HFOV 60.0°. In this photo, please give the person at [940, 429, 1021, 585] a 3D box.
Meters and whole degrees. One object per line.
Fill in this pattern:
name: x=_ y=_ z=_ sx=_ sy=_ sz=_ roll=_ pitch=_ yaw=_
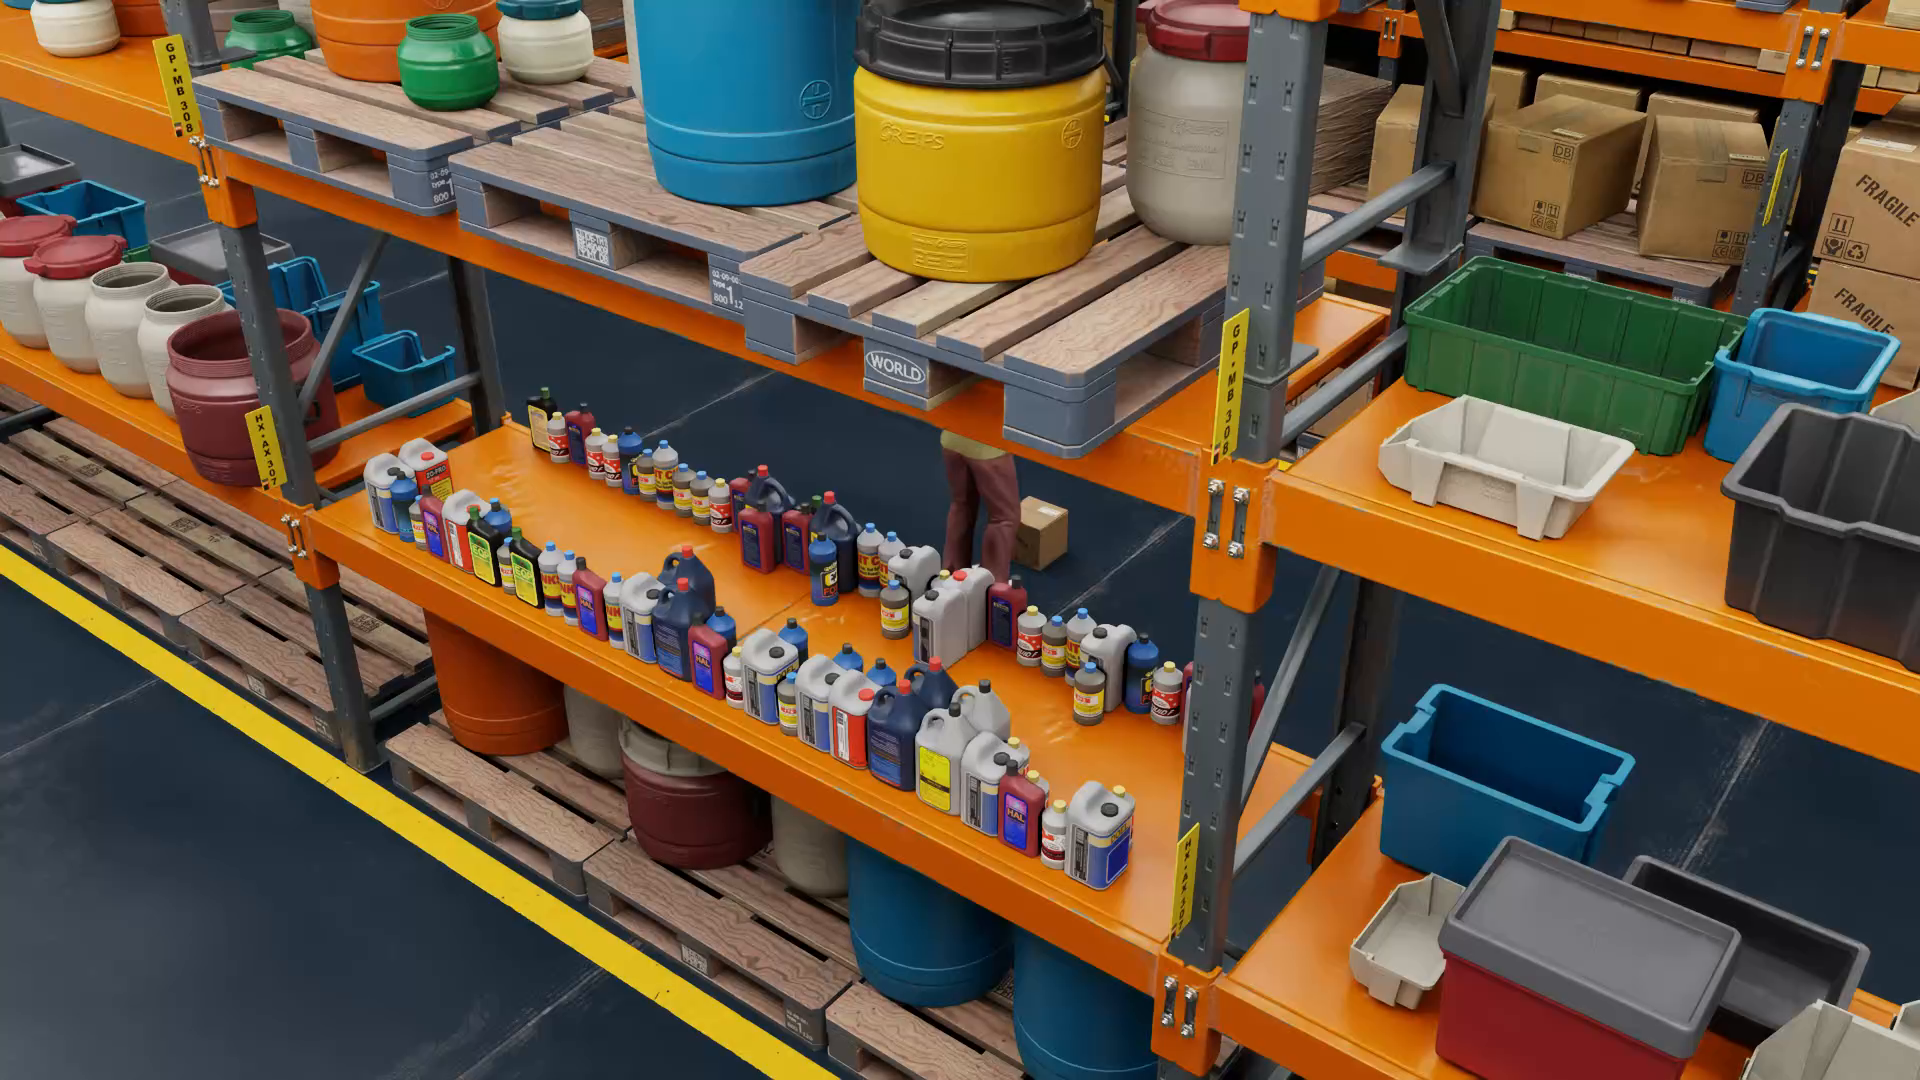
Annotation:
person: x=0.071 y=-0.444 z=7.898 sx=0.458 sy=1.657 sz=0.343 roll=22 pitch=38 yaw=32
